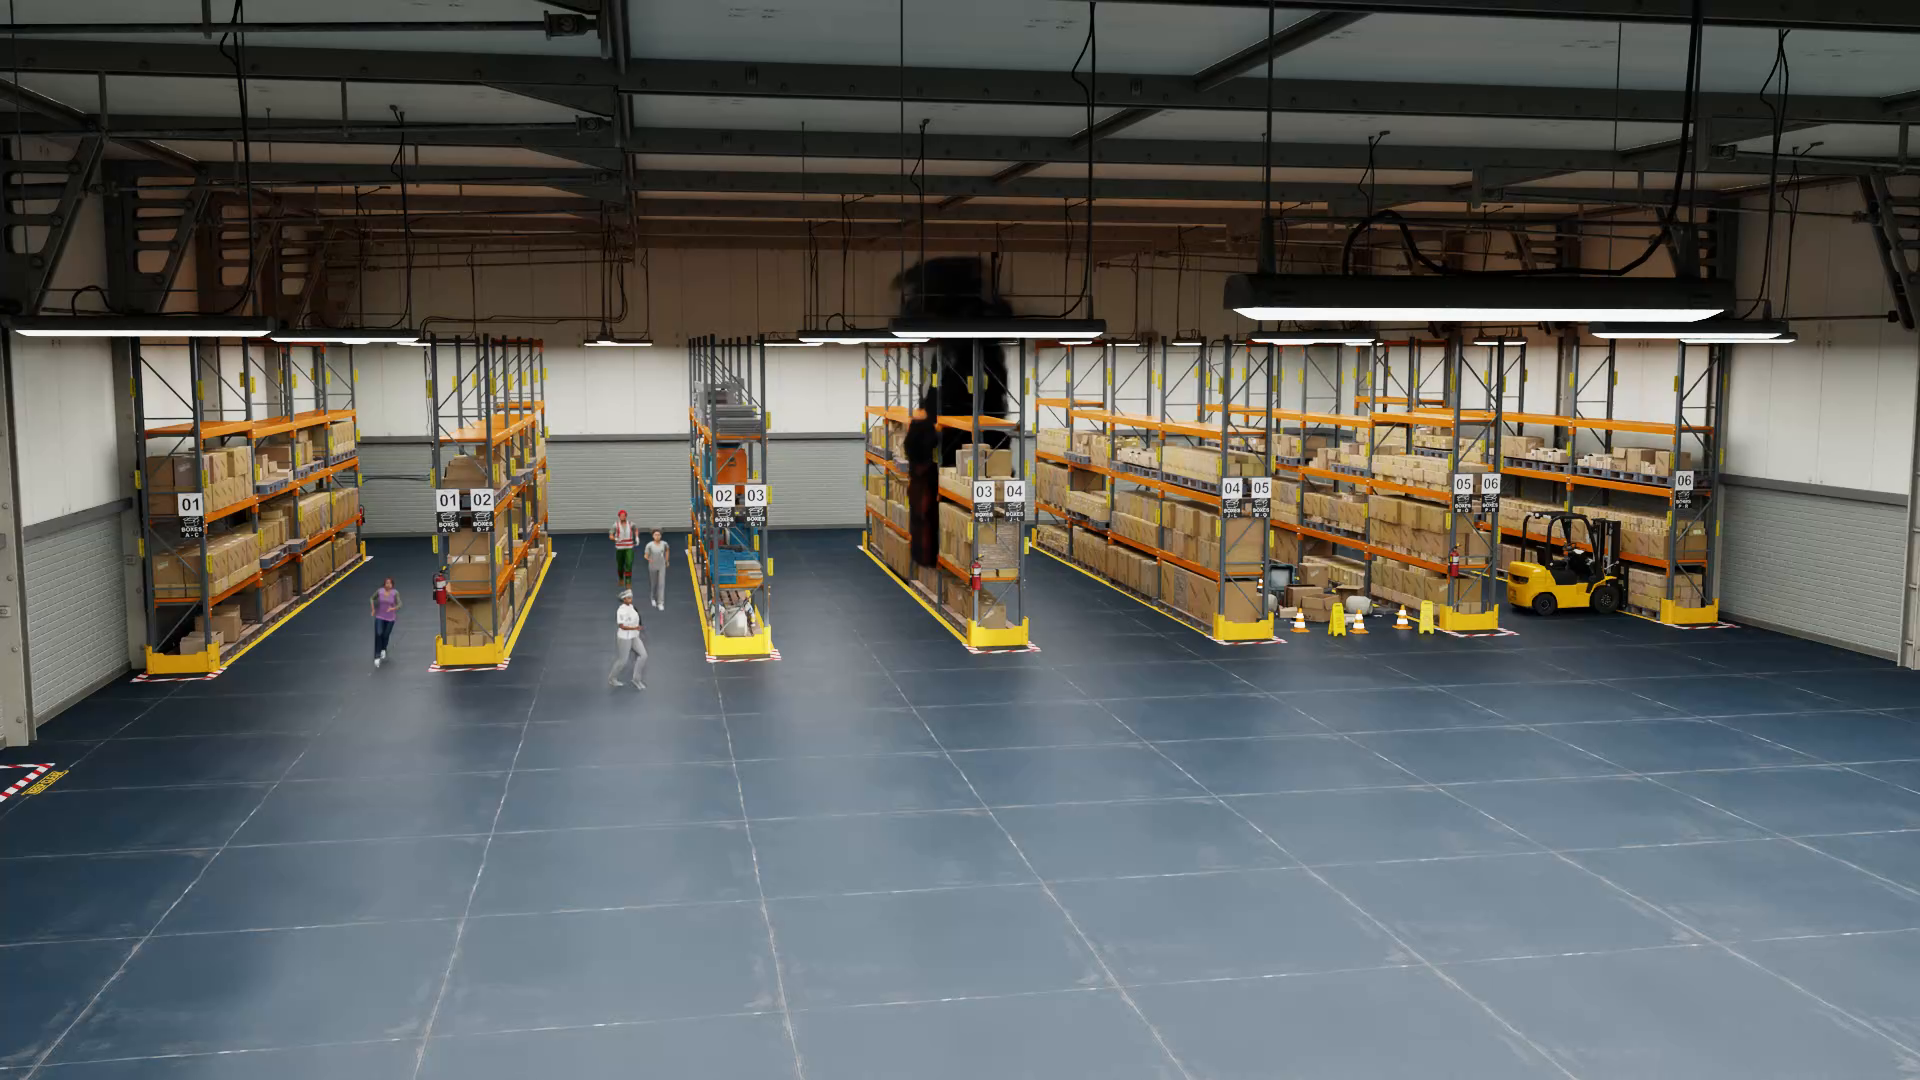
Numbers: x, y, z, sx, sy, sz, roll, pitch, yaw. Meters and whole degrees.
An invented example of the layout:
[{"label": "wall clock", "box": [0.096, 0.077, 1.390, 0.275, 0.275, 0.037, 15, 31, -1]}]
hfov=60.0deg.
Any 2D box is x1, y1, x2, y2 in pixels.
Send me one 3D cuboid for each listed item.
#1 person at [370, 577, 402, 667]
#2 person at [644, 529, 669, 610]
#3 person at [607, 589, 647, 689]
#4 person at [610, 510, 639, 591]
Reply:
[{"label": "person", "box": [-10.491, 1.463, 30.434, 0.555, 1.605, 0.826, -2, 7, -19]}, {"label": "person", "box": [-6.363, 0.601, 34.967, 0.550, 1.671, 0.855, -2, 7, -19]}, {"label": "person", "box": [-5.622, 1.691, 28.089, 0.726, 1.736, 0.576, 2, 7, 20]}, {"label": "person", "box": [-7.626, 0.209, 37.859, 0.670, 1.799, 0.933, -2, 7, -16]}]
